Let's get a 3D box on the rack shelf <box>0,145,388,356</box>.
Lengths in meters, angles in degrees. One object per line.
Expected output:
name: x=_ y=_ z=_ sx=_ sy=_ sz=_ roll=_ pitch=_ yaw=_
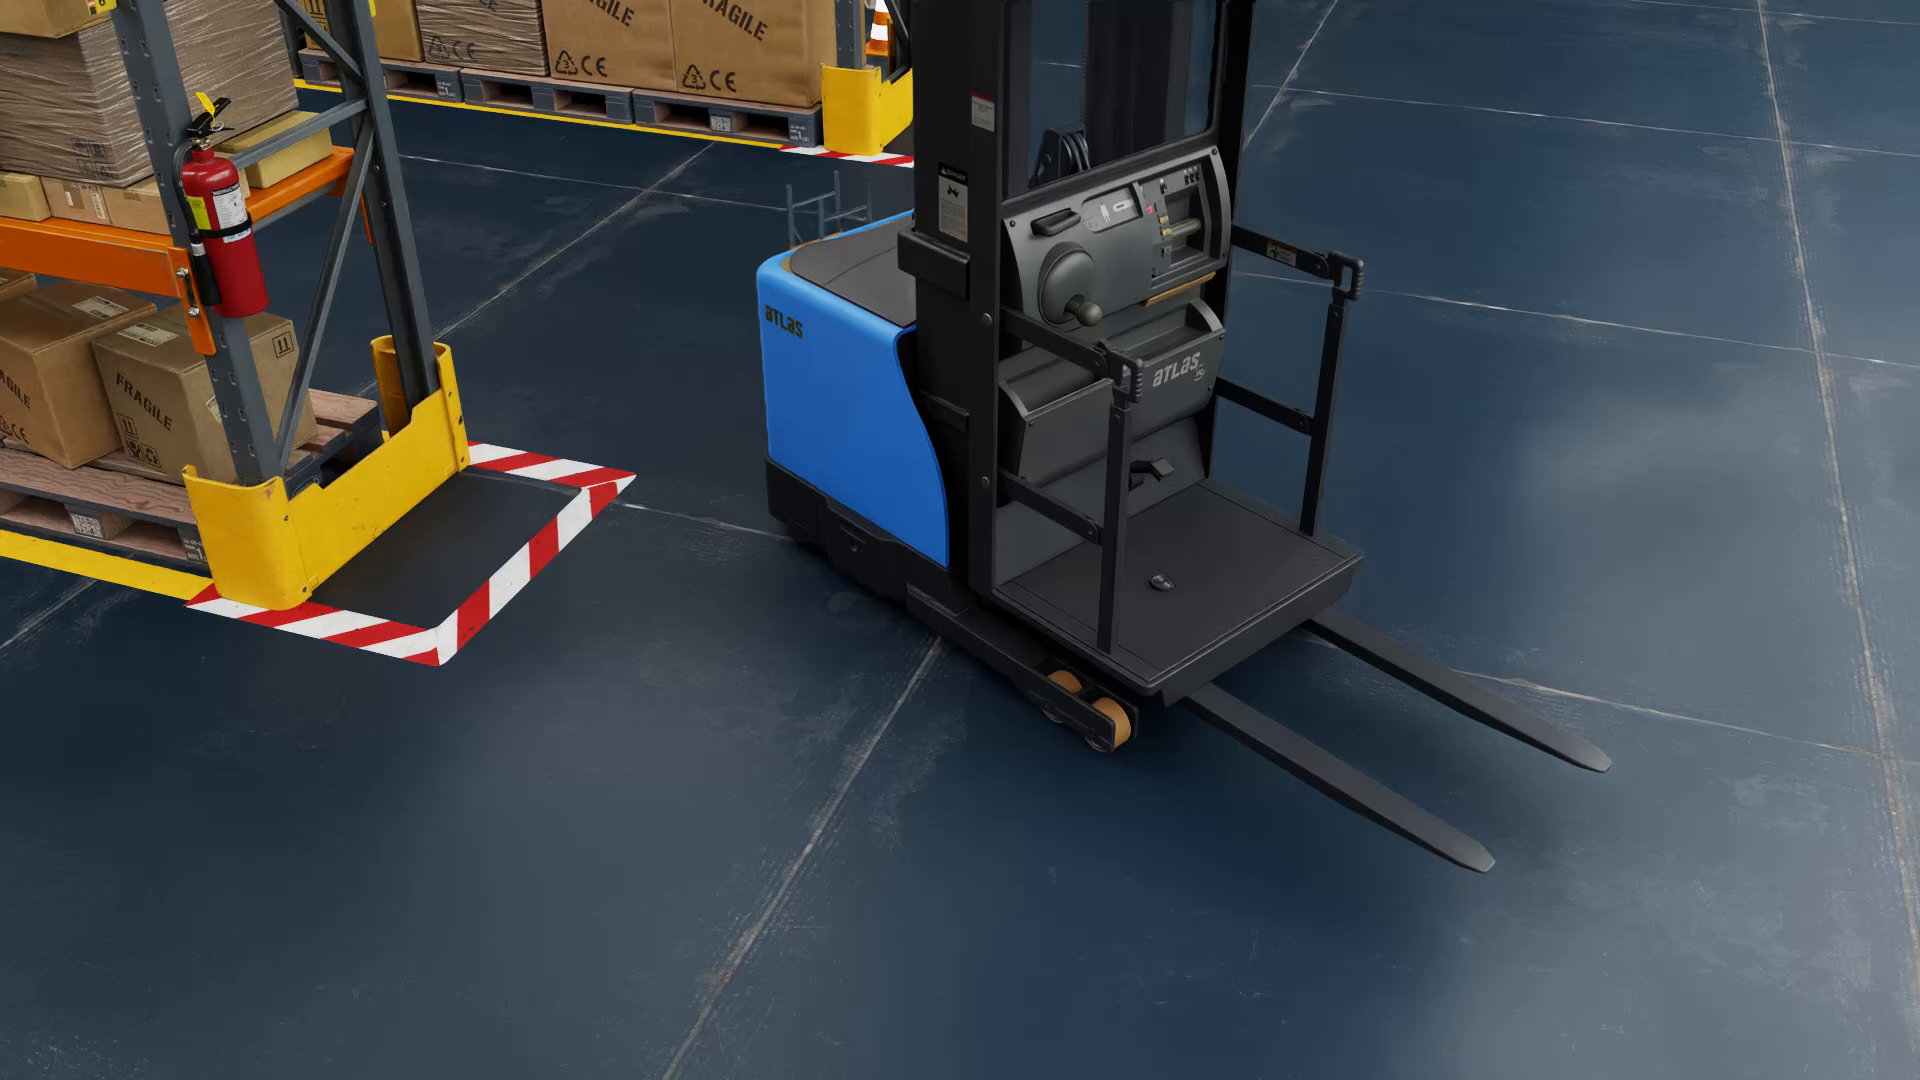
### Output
rack shelf: x=-4.137 y=-1.380 z=6.286 sx=4.000 sy=0.370 sz=1.077 roll=11 pitch=34 yaw=16

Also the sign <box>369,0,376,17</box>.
sign: x=-2.071 y=-1.957 z=5.718 sx=0.005 sy=0.325 sz=0.100 roll=11 pitch=34 yaw=16

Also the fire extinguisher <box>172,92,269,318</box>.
fire extinguisher: x=-2.302 y=-1.028 z=5.148 sx=0.183 sy=0.674 sz=0.296 roll=11 pitch=34 yaw=16

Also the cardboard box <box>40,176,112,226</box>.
cardboard box: x=-2.827 y=-1.204 z=5.581 sx=0.250 sy=0.149 sz=0.380 roll=11 pitch=34 yaw=16

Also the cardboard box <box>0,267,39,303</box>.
cardboard box: x=-3.993 y=-0.782 z=6.613 sx=0.500 sy=0.500 sz=0.500 roll=14 pitch=35 yaw=21

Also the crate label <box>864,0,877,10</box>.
crate label: x=-0.566 y=-4.077 z=12.439 sx=0.298 sy=0.136 sz=0.250 roll=-6 pitch=33 yaw=-9

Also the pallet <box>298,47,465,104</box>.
pallet: x=-3.562 y=-3.212 z=11.031 sx=1.213 sy=0.211 sz=1.003 roll=11 pitch=34 yaw=16

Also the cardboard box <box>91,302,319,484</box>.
cardboard box: x=-2.836 y=-0.566 z=6.278 sx=0.500 sy=0.500 sz=0.500 roll=18 pitch=37 yaw=25

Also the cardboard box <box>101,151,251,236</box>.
cardboard box: x=-2.592 y=-1.158 z=5.510 sx=0.250 sy=0.149 sz=0.380 roll=11 pitch=34 yaw=16

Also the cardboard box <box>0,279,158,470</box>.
cardboard box: x=-3.411 y=-0.658 z=6.421 sx=0.500 sy=0.500 sz=0.500 roll=21 pitch=38 yaw=29

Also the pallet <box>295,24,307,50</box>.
pallet: x=-5.003 y=-3.494 z=11.467 sx=1.213 sy=0.211 sz=1.003 roll=11 pitch=34 yaw=16

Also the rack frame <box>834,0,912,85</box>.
rack frame: x=-0.486 y=-3.831 z=9.418 sx=0.127 sy=3.000 sz=1.000 roll=11 pitch=34 yaw=16

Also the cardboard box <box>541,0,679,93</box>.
cardboard box: x=-1.975 y=-3.365 z=10.268 sx=0.875 sy=0.875 sz=0.875 roll=10 pitch=34 yaw=16

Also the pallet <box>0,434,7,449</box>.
pallet: x=-4.223 y=-0.550 z=6.907 sx=1.213 sy=0.211 sz=1.003 roll=11 pitch=34 yaw=16

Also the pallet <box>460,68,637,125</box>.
pallet: x=-2.409 y=-2.990 z=10.686 sx=1.213 sy=0.211 sz=1.003 roll=11 pitch=34 yaw=16

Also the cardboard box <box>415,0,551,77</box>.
cardboard box: x=-2.833 y=-3.533 z=10.528 sx=0.875 sy=0.875 sz=0.875 roll=11 pitch=35 yaw=17

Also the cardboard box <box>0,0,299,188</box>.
cardboard box: x=-2.763 y=-1.598 z=5.594 sx=0.500 sy=0.500 sz=0.875 roll=11 pitch=34 yaw=16

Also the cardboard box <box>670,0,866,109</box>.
cardboard box: x=-1.146 y=-3.205 z=10.020 sx=0.875 sy=0.875 sz=0.875 roll=11 pitch=35 yaw=17

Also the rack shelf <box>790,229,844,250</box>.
rack shelf: x=-0.478 y=-1.052 z=6.191 sx=0.258 sy=0.103 sz=0.180 roll=-26 pitch=41 yaw=-34

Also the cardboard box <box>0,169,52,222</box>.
cardboard box: x=-3.080 y=-1.223 z=5.611 sx=0.250 sy=0.149 sz=0.380 roll=11 pitch=34 yaw=16

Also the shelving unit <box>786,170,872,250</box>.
shelving unit: x=-0.478 y=-0.787 z=6.362 sx=0.258 sy=1.200 sz=0.189 roll=-26 pitch=41 yaw=-34

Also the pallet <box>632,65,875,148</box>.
pallet: x=-1.265 y=-2.766 z=10.339 sx=1.213 sy=0.211 sz=1.003 roll=11 pitch=34 yaw=16

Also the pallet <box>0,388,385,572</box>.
pallet: x=-3.078 y=-0.326 z=6.560 sx=1.213 sy=0.211 sz=1.003 roll=11 pitch=34 yaw=16

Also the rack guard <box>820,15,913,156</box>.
rack guard: x=-0.463 y=-2.776 z=10.089 sx=0.348 sy=0.500 sz=1.175 roll=11 pitch=34 yaw=16

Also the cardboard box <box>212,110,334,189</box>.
cardboard box: x=-2.442 y=-1.385 z=5.861 sx=0.250 sy=0.149 sz=0.380 roll=11 pitch=34 yaw=16

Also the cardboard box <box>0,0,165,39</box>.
cardboard box: x=-2.855 y=-1.878 z=5.105 sx=0.500 sy=0.500 sz=0.500 roll=11 pitch=34 yaw=16

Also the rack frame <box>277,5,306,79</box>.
rack frame: x=-4.251 y=-4.563 z=10.552 sx=0.127 sy=3.000 sz=1.000 roll=11 pitch=34 yaw=16

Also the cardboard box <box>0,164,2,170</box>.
cardboard box: x=-3.274 y=-1.629 z=5.640 sx=0.500 sy=0.500 sz=0.875 roll=11 pitch=34 yaw=16

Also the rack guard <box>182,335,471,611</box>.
rack guard: x=-2.326 y=-0.280 z=6.223 sx=0.348 sy=0.500 sz=1.175 roll=11 pitch=34 yaw=16

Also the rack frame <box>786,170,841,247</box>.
rack frame: x=-0.540 y=-0.823 z=6.419 sx=0.240 sy=1.200 sz=0.006 roll=-26 pitch=41 yaw=-34

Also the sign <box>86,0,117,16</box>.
sign: x=-2.460 y=-1.656 z=4.691 sx=0.005 sy=0.325 sz=0.100 roll=11 pitch=34 yaw=16

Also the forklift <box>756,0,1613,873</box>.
forklift: x=0.636 y=-0.881 z=4.913 sx=1.130 sy=2.935 sz=3.031 roll=-26 pitch=41 yaw=-34

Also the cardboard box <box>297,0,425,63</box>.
cardboard box: x=-3.683 y=-3.696 z=10.780 sx=0.875 sy=0.875 sz=0.875 roll=12 pitch=35 yaw=17

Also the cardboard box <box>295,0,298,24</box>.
cardboard box: x=-4.866 y=-3.862 z=11.153 sx=0.750 sy=0.750 sz=1.050 roll=11 pitch=34 yaw=16

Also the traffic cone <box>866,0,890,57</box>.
traffic cone: x=-0.506 y=-3.587 z=11.380 sx=0.334 sy=0.463 sz=0.336 roll=11 pitch=34 yaw=16

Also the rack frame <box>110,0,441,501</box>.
rack frame: x=-2.254 y=-1.317 z=5.524 sx=0.127 sy=3.000 sz=1.000 roll=11 pitch=34 yaw=16

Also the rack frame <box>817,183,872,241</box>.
rack frame: x=-0.417 y=-0.750 z=6.305 sx=0.240 sy=1.200 sz=0.006 roll=-26 pitch=41 yaw=-34
